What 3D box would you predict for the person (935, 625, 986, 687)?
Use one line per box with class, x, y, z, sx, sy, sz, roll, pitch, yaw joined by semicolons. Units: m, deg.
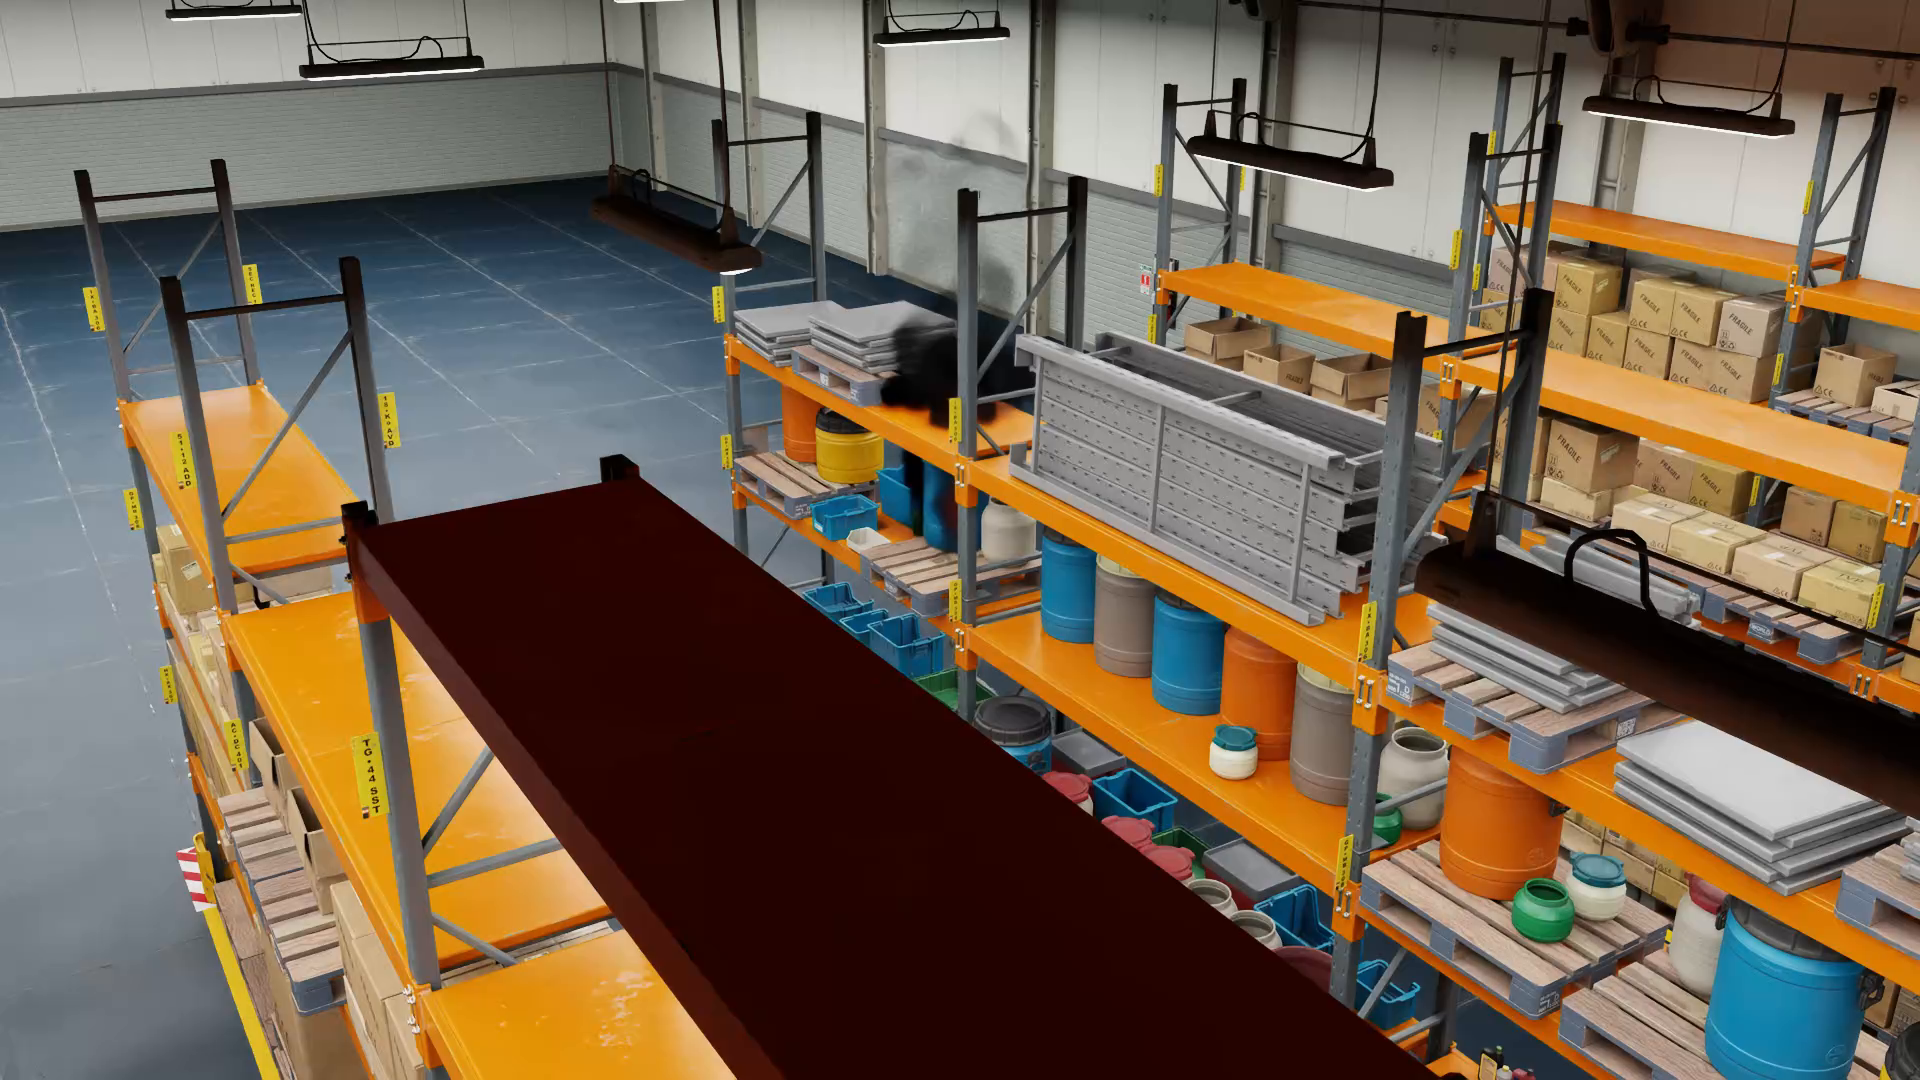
person;0.033;1.049;16.594;0.651;1.692;0.841;-20;29;-40
